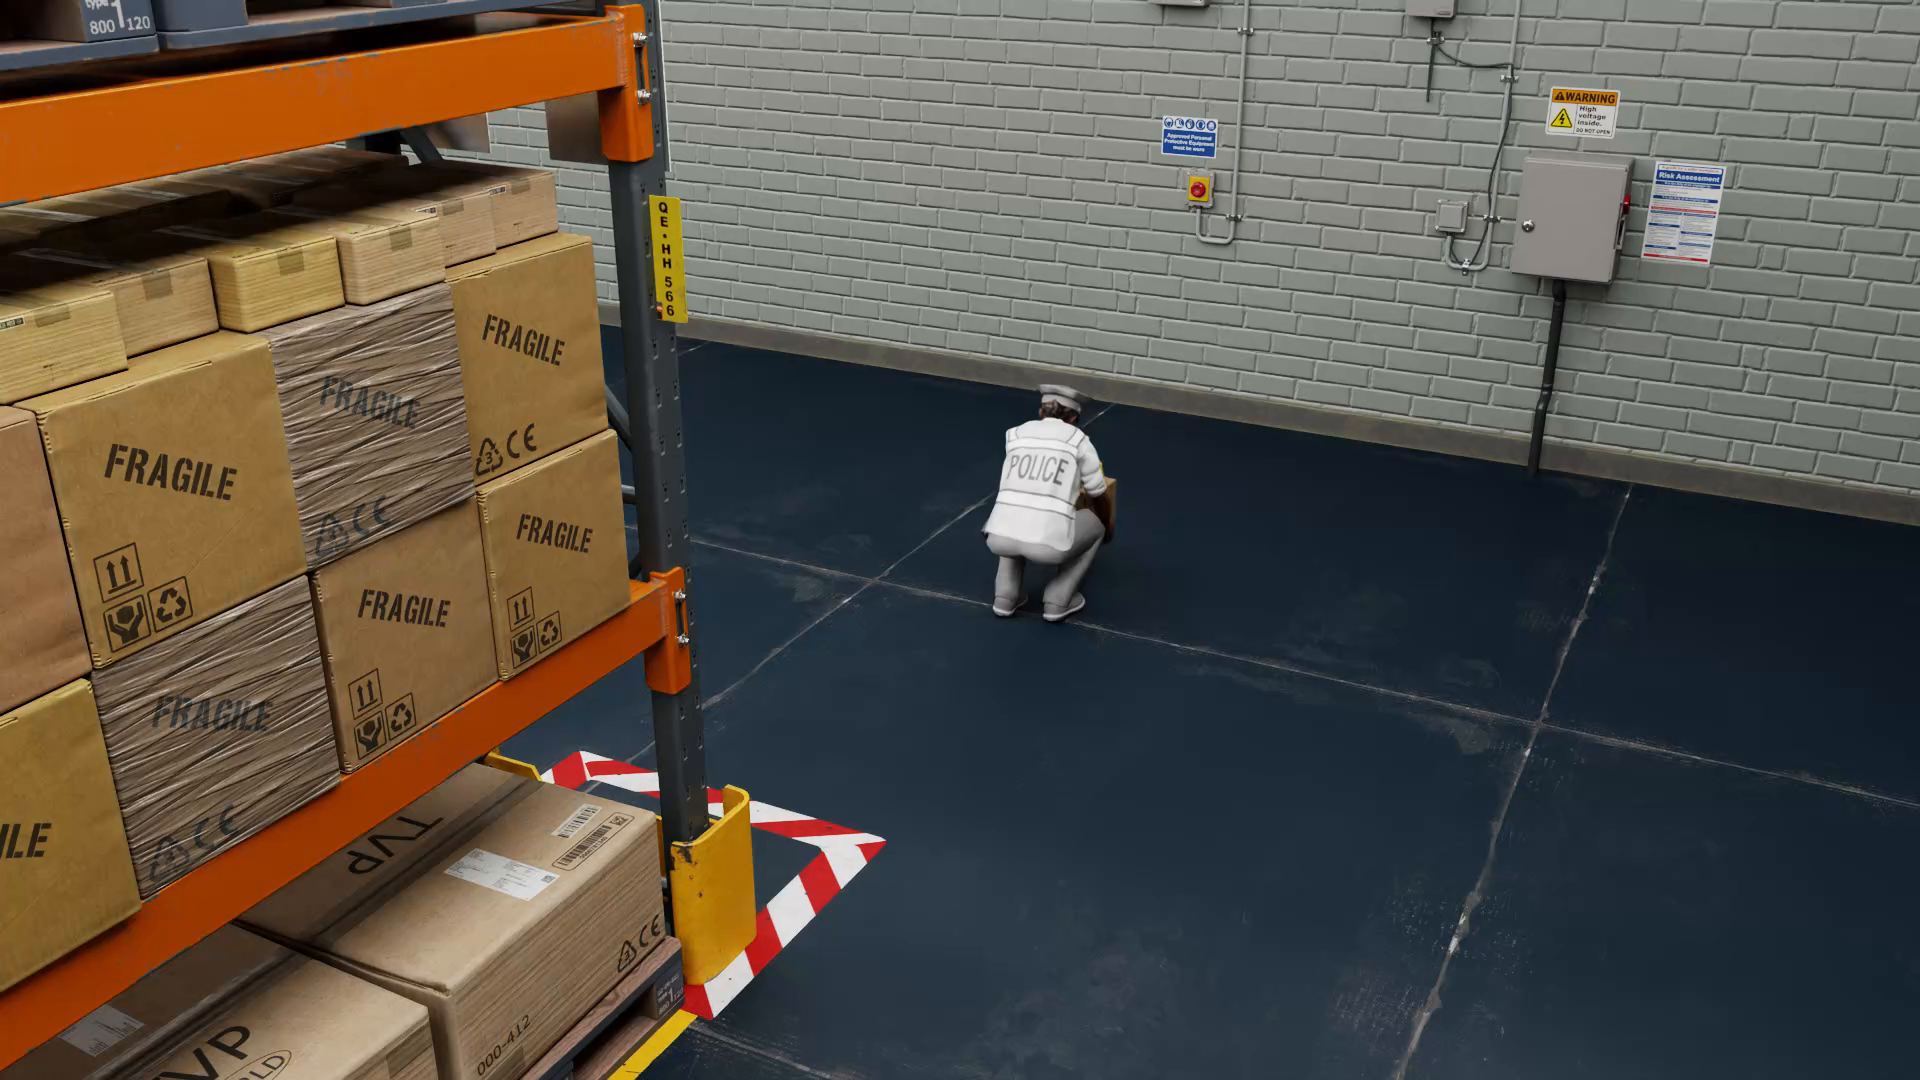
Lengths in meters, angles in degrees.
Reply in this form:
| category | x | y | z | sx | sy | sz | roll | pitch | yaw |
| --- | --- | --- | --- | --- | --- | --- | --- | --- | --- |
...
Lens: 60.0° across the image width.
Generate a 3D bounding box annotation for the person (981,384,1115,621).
| category | x | y | z | sx | sy | sz | roll | pitch | yaw |
| --- | --- | --- | --- | --- | --- | --- | --- | --- | --- |
| person | 0.399 | -0.170 | 7.409 | 0.458 | 0.972 | 0.854 | 11 | 25 | 24 |
